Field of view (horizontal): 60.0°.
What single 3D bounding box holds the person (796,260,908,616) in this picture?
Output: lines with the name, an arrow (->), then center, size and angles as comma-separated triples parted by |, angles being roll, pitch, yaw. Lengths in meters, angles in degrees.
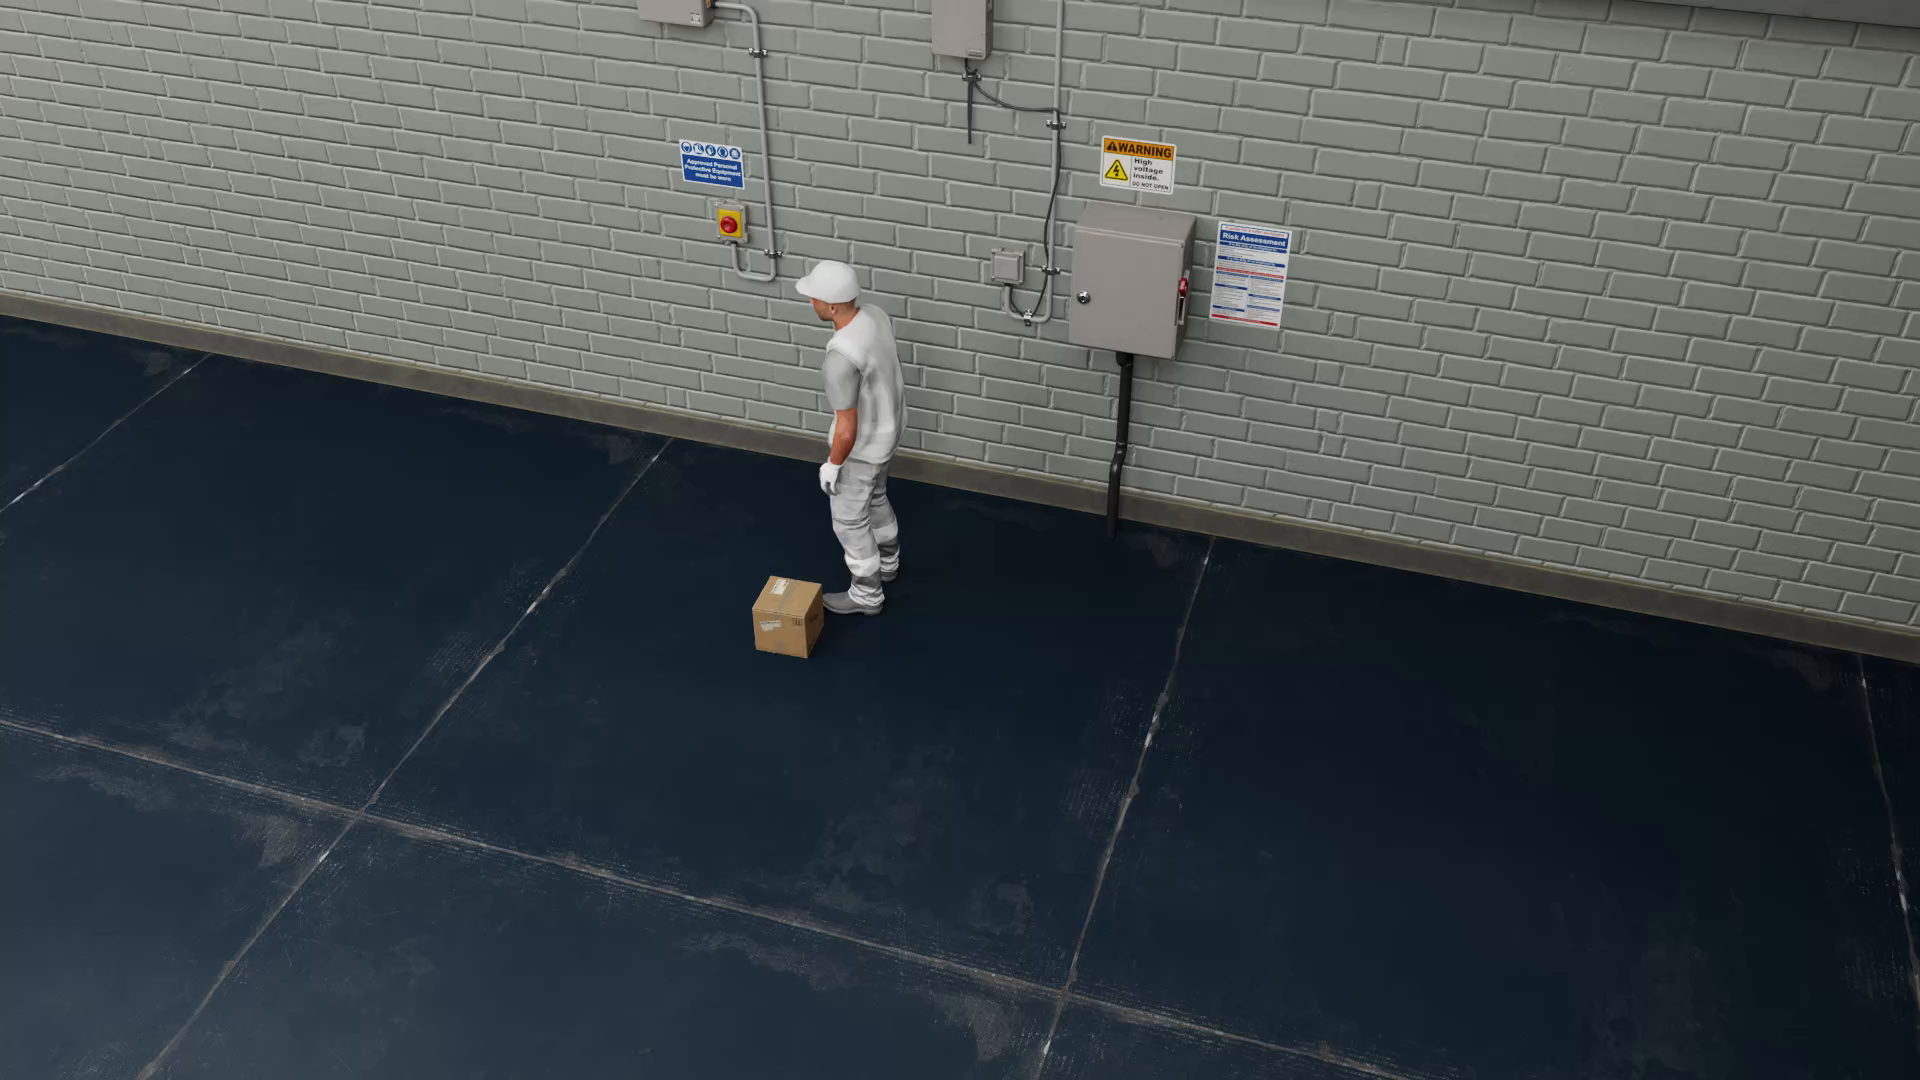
person -> -0.470, -0.452, 7.486 | 0.452, 1.779, 0.607 | 10, 38, 14
